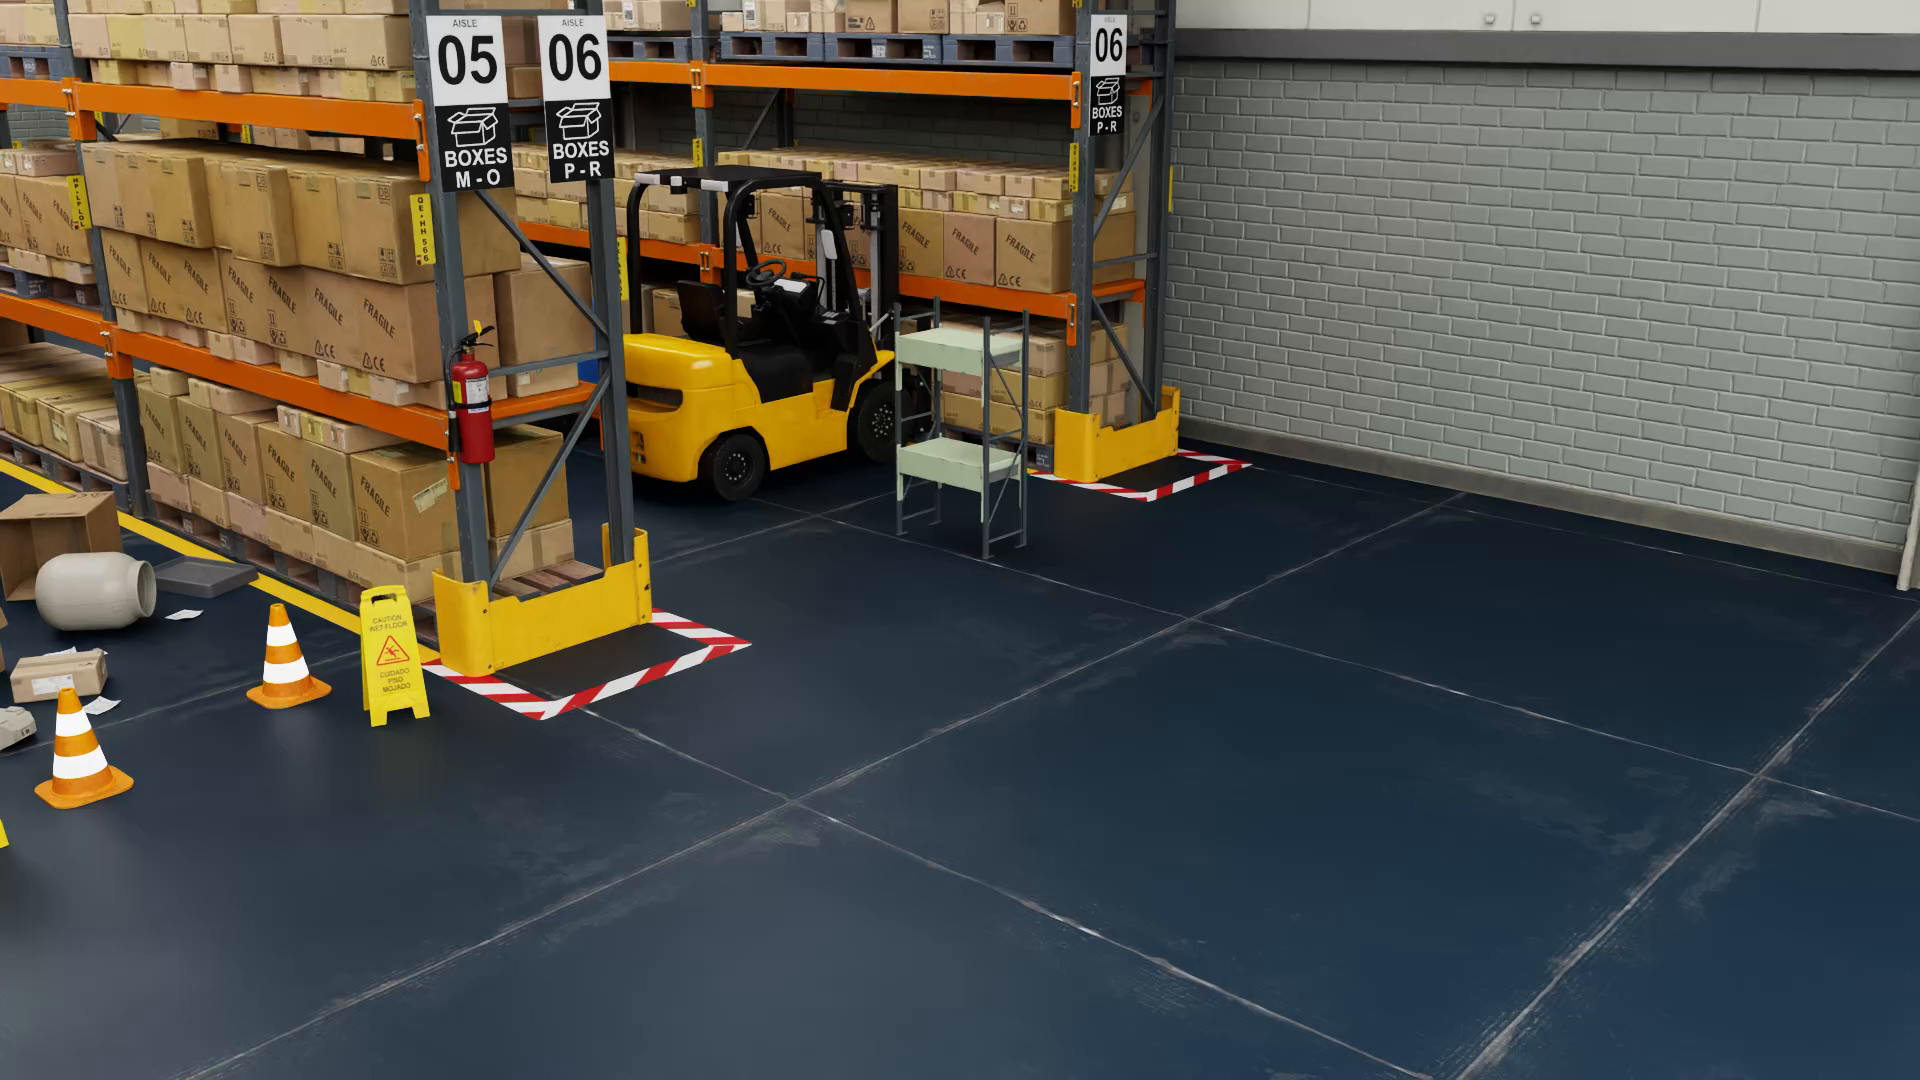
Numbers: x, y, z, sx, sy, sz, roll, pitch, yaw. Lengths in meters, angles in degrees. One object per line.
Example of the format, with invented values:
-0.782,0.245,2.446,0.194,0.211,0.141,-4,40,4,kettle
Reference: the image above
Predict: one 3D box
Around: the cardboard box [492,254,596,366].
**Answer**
-2.309,-1.225,8.855,0.500,0.500,0.500,15,23,38,cardboard box

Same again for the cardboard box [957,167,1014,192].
0.190,-2.680,12.368,0.250,0.149,0.380,15,23,40,cardboard box

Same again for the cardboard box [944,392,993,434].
0.226,-1.016,12.705,0.500,0.250,0.500,15,23,39,cardboard box

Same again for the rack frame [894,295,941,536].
-0.269,-0.787,10.612,0.023,1.500,0.400,15,23,39,rack frame

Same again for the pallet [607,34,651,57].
-3.425,-4.607,15.524,1.213,0.211,1.003,16,24,42,pallet

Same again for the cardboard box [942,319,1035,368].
0.216,-1.491,12.548,0.500,0.250,0.500,16,23,40,cardboard box

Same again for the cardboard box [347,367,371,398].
-3.001,-0.867,8.799,0.250,0.149,0.380,15,23,38,cardboard box

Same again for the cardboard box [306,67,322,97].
-3.121,-2.365,8.563,0.250,0.149,0.380,15,23,40,cardboard box

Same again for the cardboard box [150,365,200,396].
-4.815,-1.019,10.402,0.250,0.149,0.380,15,23,40,cardboard box

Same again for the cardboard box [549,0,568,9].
-3.689,-4.928,15.197,0.500,0.500,0.500,16,23,41,cardboard box

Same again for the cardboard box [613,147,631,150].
-3.414,-3.717,16.128,0.250,0.149,0.380,15,23,38,cardboard box

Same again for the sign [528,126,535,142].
-4.464,-4.286,17.243,0.005,0.325,0.100,15,23,39,sign

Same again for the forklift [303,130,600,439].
-4.389,-2.327,13.097,3.031,2.935,1.130,7,19,21,forklift

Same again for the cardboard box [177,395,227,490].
-4.460,-0.643,10.291,0.500,0.500,0.500,16,24,41,cardboard box

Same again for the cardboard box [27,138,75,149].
-6.711,-2.918,12.424,0.250,0.149,0.380,14,22,37,cardboard box

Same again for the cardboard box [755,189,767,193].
-1.580,-2.986,13.824,0.250,0.149,0.380,16,23,41,cardboard box

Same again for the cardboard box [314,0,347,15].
-2.958,-2.676,8.224,0.250,0.149,0.380,15,23,39,cardboard box

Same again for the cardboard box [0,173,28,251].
-6.382,-2.315,11.597,0.500,0.500,0.500,16,24,41,cardboard box

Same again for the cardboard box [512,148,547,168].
-4.174,-3.685,16.027,0.250,0.149,0.380,15,23,40,cardboard box

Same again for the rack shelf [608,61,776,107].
-3.335,-4.293,15.410,4.000,0.370,1.077,15,23,39,rack shelf

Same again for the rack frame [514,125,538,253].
-4.830,-3.608,17.020,0.127,3.000,1.000,15,23,39,rack frame

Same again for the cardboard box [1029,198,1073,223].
0.708,-2.364,11.865,0.250,0.149,0.380,15,23,40,cardboard box

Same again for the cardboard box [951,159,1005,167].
0.144,-2.901,13.064,0.250,0.149,0.380,14,23,38,cardboard box

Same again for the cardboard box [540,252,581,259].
-4.373,-2.548,16.912,0.625,0.625,0.875,16,24,41,cardboard box

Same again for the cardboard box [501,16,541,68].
-2.338,-2.539,8.450,0.500,0.250,0.500,15,23,38,cardboard box

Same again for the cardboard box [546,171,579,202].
-3.509,-3.323,15.546,0.500,0.250,0.500,15,23,40,cardboard box

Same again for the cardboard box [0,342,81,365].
-7.706,-1.316,13.449,0.625,0.372,0.950,13,22,36,cardboard box

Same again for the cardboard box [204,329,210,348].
-4.284,-1.236,9.962,0.250,0.149,0.380,15,23,39,cardboard box

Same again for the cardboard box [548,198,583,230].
-3.511,-3.083,15.616,0.500,0.250,0.500,16,24,41,cardboard box

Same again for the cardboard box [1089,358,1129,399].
0.939,-1.271,12.681,0.500,0.250,0.500,16,23,40,cardboard box

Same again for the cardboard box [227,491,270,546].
-4.063,-0.180,10.072,0.500,0.250,0.500,15,23,39,cardboard box

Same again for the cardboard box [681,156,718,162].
-2.311,-3.396,15.117,0.250,0.149,0.380,15,23,39,cardboard box

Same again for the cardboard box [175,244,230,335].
-4.229,-1.519,9.783,0.500,0.500,0.500,15,23,39,cardboard box

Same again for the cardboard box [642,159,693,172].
-2.595,-3.288,14.777,0.250,0.149,0.380,15,23,39,cardboard box

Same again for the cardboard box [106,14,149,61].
-4.591,-2.929,9.679,0.500,0.250,0.500,15,23,39,cardboard box

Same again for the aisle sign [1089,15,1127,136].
1.007,-3.161,11.315,0.004,0.787,0.394,15,23,39,aisle sign

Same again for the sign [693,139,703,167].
-2.192,-3.194,13.933,0.005,0.325,0.100,15,23,39,sign

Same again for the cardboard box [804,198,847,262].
-0.900,-2.502,13.370,0.500,0.500,0.500,15,23,39,cardboard box

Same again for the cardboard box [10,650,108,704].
-4.459,0.675,8.238,0.380,0.149,0.250,-6,18,-18,cardboard box

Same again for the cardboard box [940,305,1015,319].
0.176,-1.709,13.237,0.500,0.250,0.500,15,23,39,cardboard box

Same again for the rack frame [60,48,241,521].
-5.131,-1.681,10.949,0.127,3.000,1.000,15,23,39,rack frame

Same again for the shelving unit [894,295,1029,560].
0.005,-0.714,10.381,0.755,1.500,0.431,15,23,39,shelving unit

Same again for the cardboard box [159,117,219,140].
-9.531,-5.188,20.518,0.500,0.500,0.500,16,23,41,cardboard box

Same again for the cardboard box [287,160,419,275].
-3.039,-1.700,8.700,0.500,0.500,0.700,15,23,40,cardboard box

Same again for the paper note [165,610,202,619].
-4.321,0.411,9.267,0.148,0.019,0.142,7,19,21,paper note

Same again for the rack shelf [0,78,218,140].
-6.626,-3.169,11.869,4.000,0.370,1.077,15,23,39,rack shelf

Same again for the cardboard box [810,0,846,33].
-0.930,-4.051,12.822,0.258,0.266,0.396,14,23,38,cardboard box

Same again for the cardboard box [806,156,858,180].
-1.009,-2.970,13.281,0.250,0.149,0.380,15,23,38,cardboard box

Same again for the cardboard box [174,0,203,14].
-4.101,-2.985,9.195,0.250,0.149,0.380,15,23,38,cardboard box

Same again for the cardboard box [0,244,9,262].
-6.826,-2.121,12.059,0.250,0.149,0.380,16,24,41,cardboard box

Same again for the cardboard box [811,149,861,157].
-1.032,-3.197,13.999,0.250,0.149,0.380,15,23,39,cardboard box

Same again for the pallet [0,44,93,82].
-5.522,-3.169,10.990,1.003,0.211,1.213,15,23,39,pallet

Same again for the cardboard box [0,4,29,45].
-6.039,-3.426,11.044,0.500,0.250,0.500,15,23,40,cardboard box

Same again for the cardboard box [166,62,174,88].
-4.289,-2.667,9.514,0.250,0.149,0.380,14,22,38,cardboard box

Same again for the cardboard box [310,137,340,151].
-6.635,-4.249,18.183,0.500,0.500,0.700,15,23,39,cardboard box

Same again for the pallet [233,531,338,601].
-3.688,0.020,10.199,1.213,0.211,1.003,15,23,39,pallet
